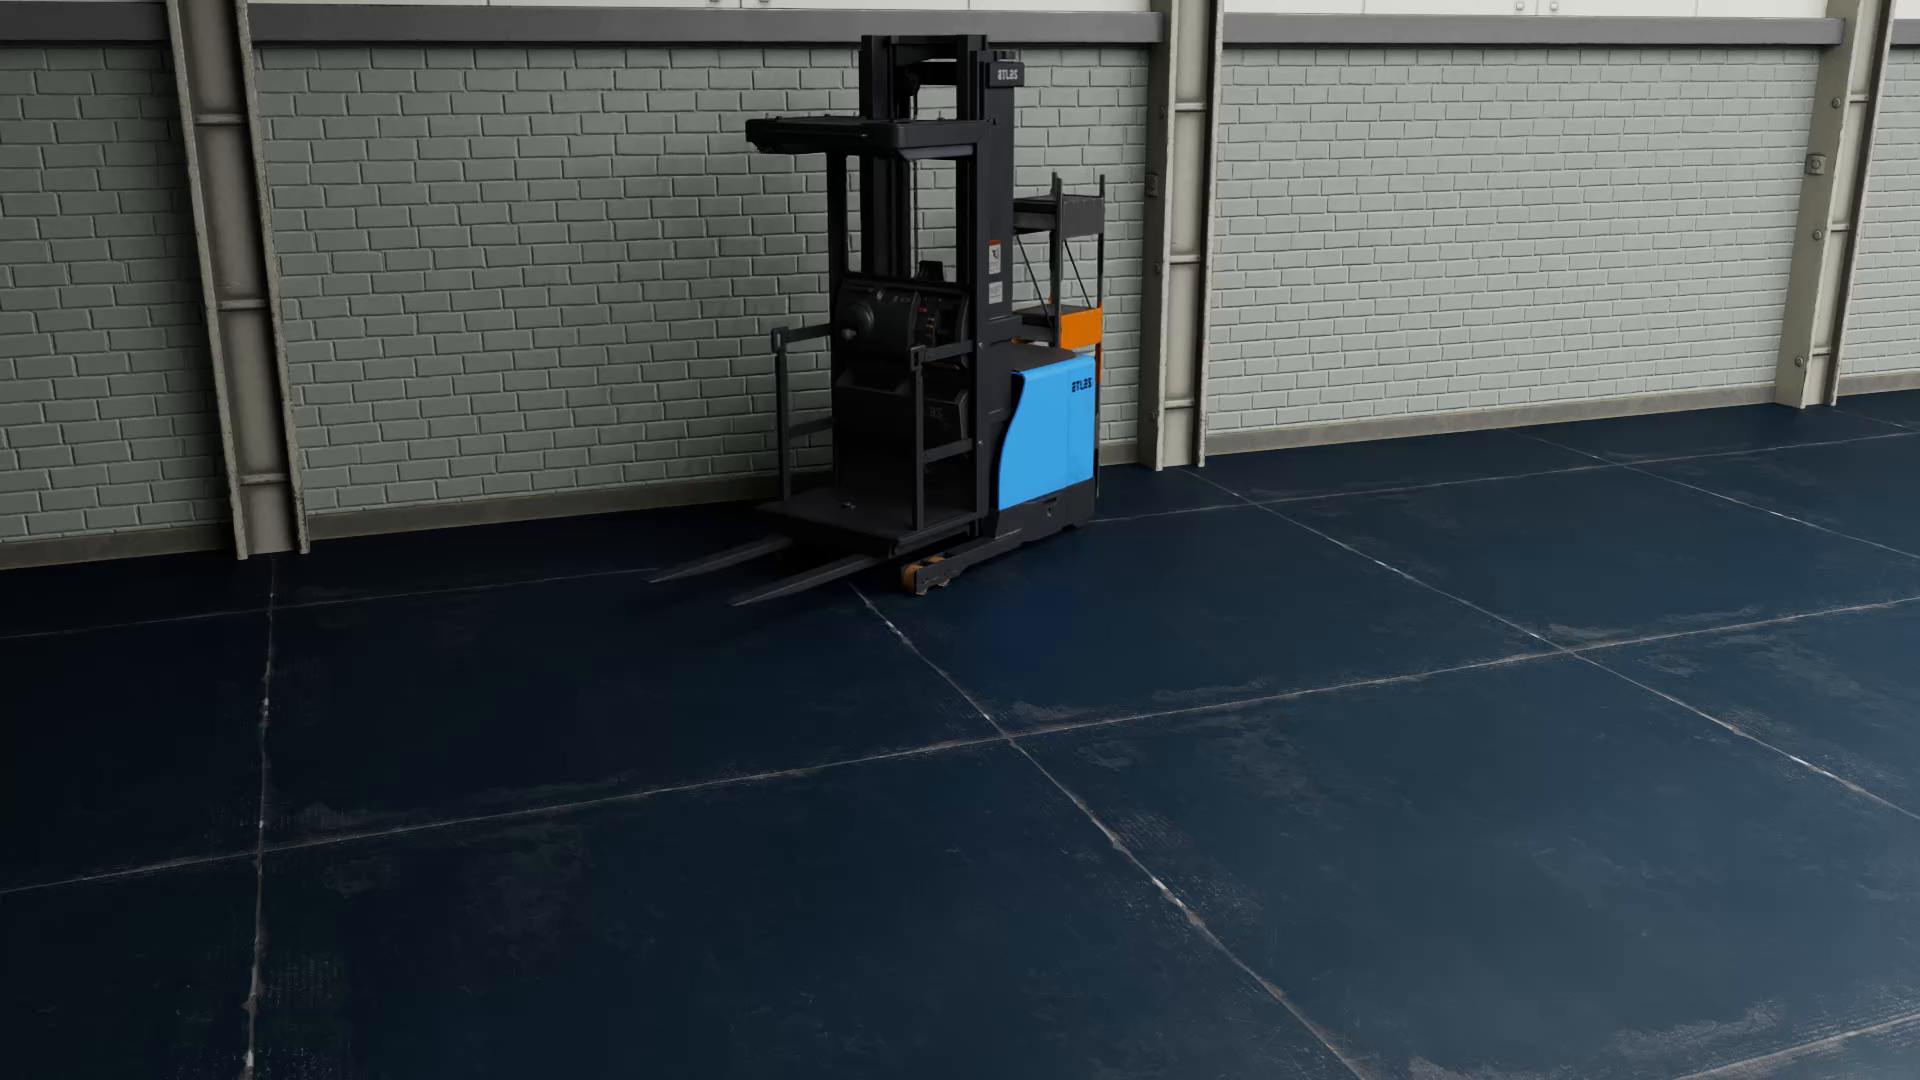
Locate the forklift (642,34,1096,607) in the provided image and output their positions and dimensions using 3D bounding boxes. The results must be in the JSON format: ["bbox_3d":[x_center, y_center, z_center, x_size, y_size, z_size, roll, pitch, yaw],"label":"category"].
[{"bbox_3d":[-0.456,-1.263,9.197,1.130,2.935,3.031,12,20,36],"label":"forklift"}]

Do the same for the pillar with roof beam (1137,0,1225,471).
[{"bbox_3d":[3.054,-3.734,6.844,0.400,9.000,9.100,-6,17,-20],"label":"pillar with roof beam"}]

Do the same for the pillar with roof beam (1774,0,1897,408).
[{"bbox_3d":[8.657,-4.339,8.904,0.400,9.000,9.100,-6,17,-20],"label":"pillar with roof beam"}]

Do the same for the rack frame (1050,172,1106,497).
[{"bbox_3d":[0.756,-1.326,10.884,0.400,2.100,0.015,12,20,35],"label":"rack frame"}]

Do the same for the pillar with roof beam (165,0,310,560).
[{"bbox_3d":[-2.549,-3.130,4.784,0.400,9.000,9.100,-6,17,-20],"label":"pillar with roof beam"}]

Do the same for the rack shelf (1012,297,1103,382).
[{"bbox_3d":[0.608,-1.260,10.700,0.431,0.518,0.480,12,20,35],"label":"rack shelf"}]

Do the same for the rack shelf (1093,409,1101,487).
[{"bbox_3d":[0.609,-0.587,10.892,0.431,0.518,0.480,12,20,35],"label":"rack shelf"}]

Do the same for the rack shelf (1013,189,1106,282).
[{"bbox_3d":[0.608,-1.933,10.508,0.431,0.518,0.480,12,20,35],"label":"rack shelf"}]

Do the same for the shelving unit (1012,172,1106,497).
[{"bbox_3d":[0.608,-1.273,10.697,0.431,2.100,0.503,12,20,35],"label":"shelving unit"}]

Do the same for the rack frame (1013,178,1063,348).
[{"bbox_3d":[0.461,-1.219,10.510,0.400,2.100,0.015,12,20,35],"label":"rack frame"}]
